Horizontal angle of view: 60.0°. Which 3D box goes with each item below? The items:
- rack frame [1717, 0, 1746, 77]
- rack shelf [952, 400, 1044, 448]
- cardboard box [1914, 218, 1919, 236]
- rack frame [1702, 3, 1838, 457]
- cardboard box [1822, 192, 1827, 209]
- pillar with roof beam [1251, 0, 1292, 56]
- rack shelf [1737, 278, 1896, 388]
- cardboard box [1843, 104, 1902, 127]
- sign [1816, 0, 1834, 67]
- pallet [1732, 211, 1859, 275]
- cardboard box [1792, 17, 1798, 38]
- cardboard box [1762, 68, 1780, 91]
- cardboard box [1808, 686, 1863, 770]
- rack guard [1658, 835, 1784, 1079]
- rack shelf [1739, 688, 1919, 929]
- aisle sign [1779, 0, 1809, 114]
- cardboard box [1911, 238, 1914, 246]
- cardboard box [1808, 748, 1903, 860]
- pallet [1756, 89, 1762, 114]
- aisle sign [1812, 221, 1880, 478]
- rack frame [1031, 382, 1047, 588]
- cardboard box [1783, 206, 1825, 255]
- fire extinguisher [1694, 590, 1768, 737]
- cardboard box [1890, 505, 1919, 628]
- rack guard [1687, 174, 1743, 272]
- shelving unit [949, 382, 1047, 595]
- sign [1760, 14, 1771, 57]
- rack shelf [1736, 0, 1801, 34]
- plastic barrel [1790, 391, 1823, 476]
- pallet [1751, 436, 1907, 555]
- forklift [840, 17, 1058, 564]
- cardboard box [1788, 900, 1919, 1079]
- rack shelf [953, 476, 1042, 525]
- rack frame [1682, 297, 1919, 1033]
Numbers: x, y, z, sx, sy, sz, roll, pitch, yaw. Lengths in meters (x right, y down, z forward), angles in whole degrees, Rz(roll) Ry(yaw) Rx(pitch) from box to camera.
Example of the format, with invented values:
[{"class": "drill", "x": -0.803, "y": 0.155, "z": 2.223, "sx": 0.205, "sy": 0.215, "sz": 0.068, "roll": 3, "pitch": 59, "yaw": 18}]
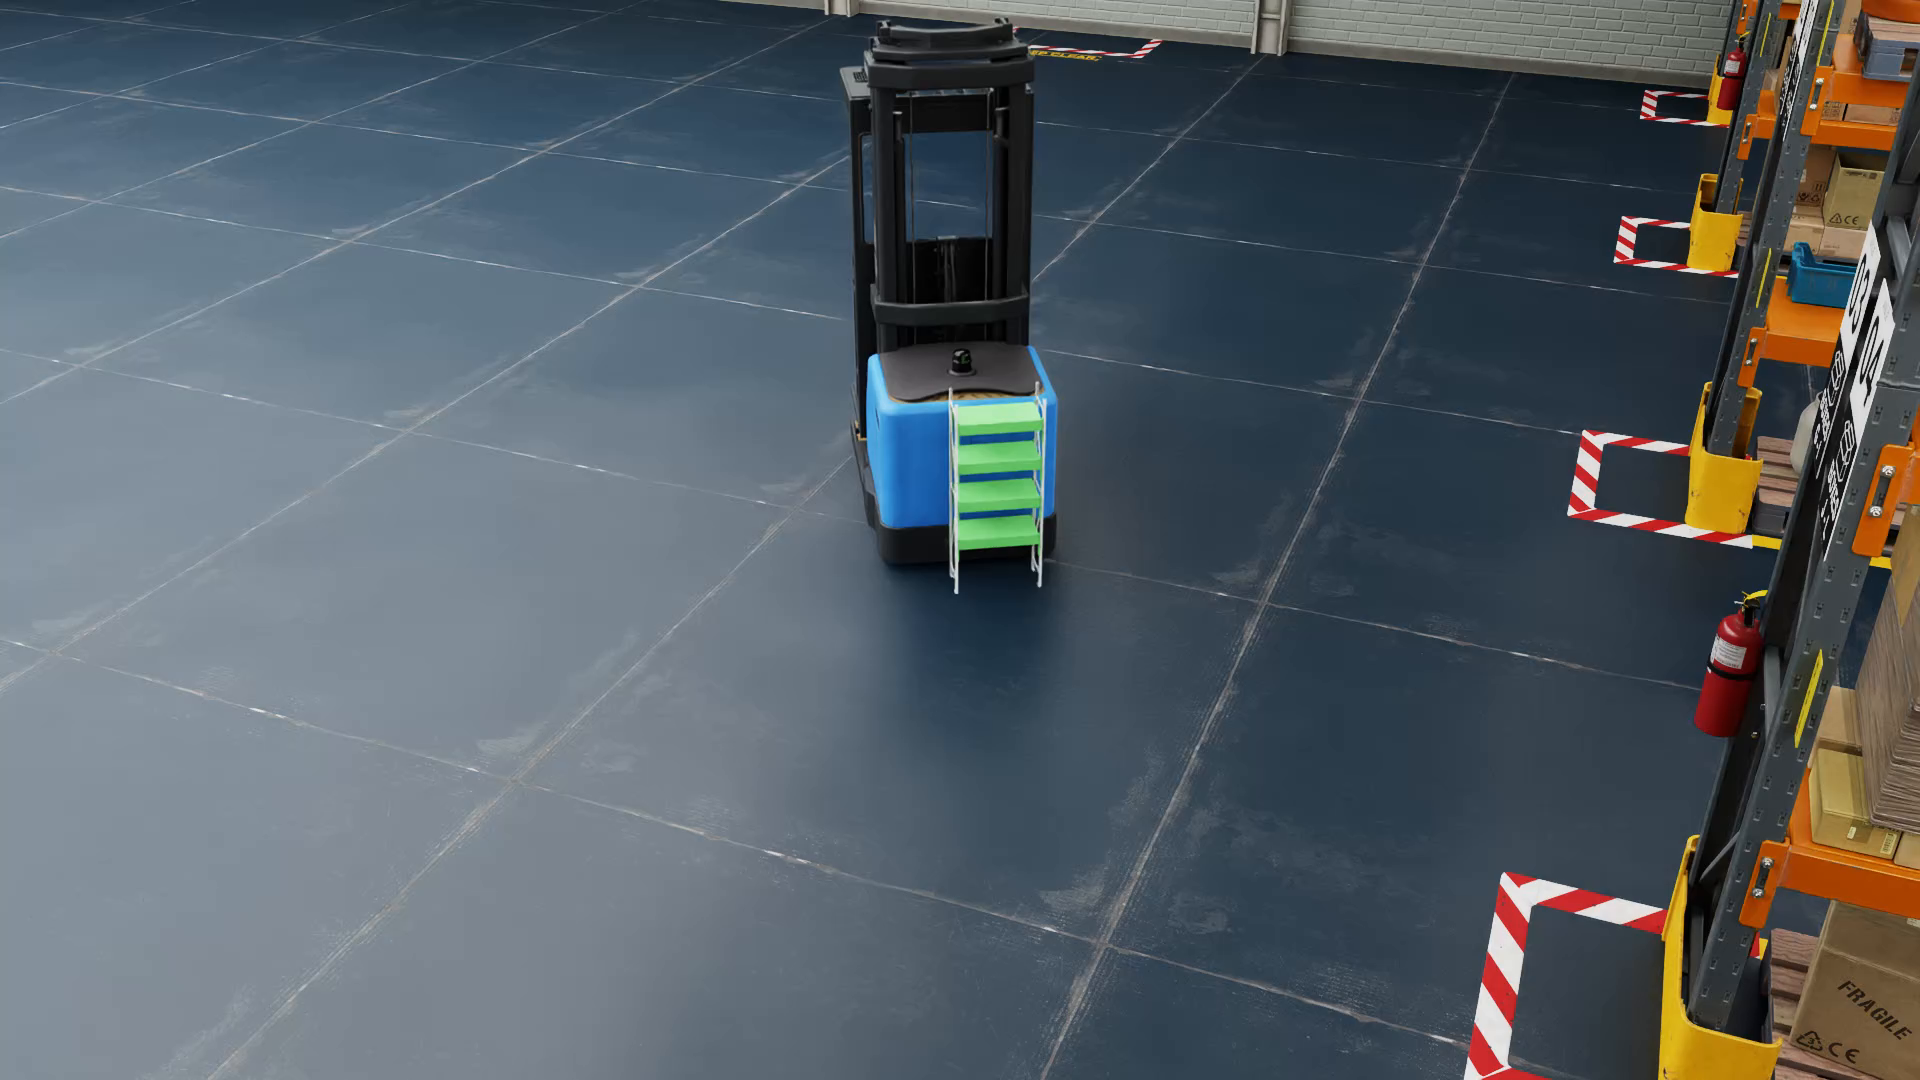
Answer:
[{"class": "rack frame", "x": 8.511, "y": -6.137, "z": 17.970, "sx": 0.127, "sy": 3.000, "sz": 1.000, "roll": 11, "pitch": 31, "yaw": 19}, {"class": "rack shelf", "x": 0.206, "y": -0.645, "z": 9.237, "sx": 0.480, "sy": 0.148, "sz": 0.258, "roll": -4, "pitch": 30, "yaw": -7}, {"class": "cardboard box", "x": 7.998, "y": -2.811, "z": 13.691, "sx": 0.500, "sy": 0.500, "sz": 0.500, "roll": 11, "pitch": 31, "yaw": 19}, {"class": "rack frame", "x": 4.787, "y": -1.620, "z": 9.978, "sx": 0.127, "sy": 3.000, "sz": 1.000, "roll": 11, "pitch": 31, "yaw": 19}, {"class": "cardboard box", "x": 7.728, "y": -2.812, "z": 14.455, "sx": 0.500, "sy": 0.250, "sz": 0.500, "roll": 11, "pitch": 31, "yaw": 19}, {"class": "pillar with roof beam", "x": 2.307, "y": -8.161, "z": 15.454, "sx": 0.400, "sy": 9.000, "sz": 9.100, "roll": 11, "pitch": 31, "yaw": 19}, {"class": "rack shelf", "x": 6.640, "y": -0.936, "z": 9.501, "sx": 4.000, "sy": 0.370, "sz": 1.077, "roll": 11, "pitch": 31, "yaw": 19}, {"class": "cardboard box", "x": 7.569, "y": -3.734, "z": 13.617, "sx": 0.500, "sy": 0.500, "sz": 0.700, "roll": 12, "pitch": 32, "yaw": 20}, {"class": "sign", "x": 4.576, "y": -2.679, "z": 8.796, "sx": 0.005, "sy": 0.325, "sz": 0.100, "roll": 11, "pitch": 31, "yaw": 19}, {"class": "pallet", "x": 7.377, "y": -2.541, "z": 14.443, "sx": 1.213, "sy": 0.211, "sz": 1.003, "roll": 11, "pitch": 31, "yaw": 19}, {"class": "cardboard box", "x": 7.078, "y": -4.220, "z": 13.817, "sx": 0.250, "sy": 0.149, "sz": 0.380, "roll": 11, "pitch": 31, "yaw": 18}, {"class": "cardboard box", "x": 9.119, "y": -4.989, "z": 18.225, "sx": 0.500, "sy": 0.311, "sz": 0.500, "roll": 8, "pitch": 30, "yaw": 13}, {"class": "cardboard box", "x": 3.266, "y": 0.707, "z": 6.118, "sx": 0.250, "sy": 0.149, "sz": 0.380, "roll": 11, "pitch": 31, "yaw": 19}, {"class": "rack guard", "x": 2.995, "y": 1.741, "z": 6.573, "sx": 0.348, "sy": 0.500, "sz": 1.175, "roll": 11, "pitch": 31, "yaw": 19}, {"class": "rack shelf", "x": 4.778, "y": 1.322, "z": 5.505, "sx": 4.000, "sy": 0.370, "sz": 1.077, "roll": 11, "pitch": 31, "yaw": 19}, {"class": "aisle sign", "x": 4.832, "y": -2.900, "z": 9.602, "sx": 0.004, "sy": 0.787, "sz": 0.394, "roll": 11, "pitch": 31, "yaw": 19}, {"class": "cardboard box", "x": 7.994, "y": -2.479, "z": 13.867, "sx": 0.500, "sy": 0.250, "sz": 0.500, "roll": 11, "pitch": 31, "yaw": 19}, {"class": "cardboard box", "x": 3.099, "y": 0.910, "z": 5.759, "sx": 0.250, "sy": 0.149, "sz": 0.380, "roll": 11, "pitch": 31, "yaw": 19}, {"class": "pallet", "x": 9.321, "y": -4.742, "z": 18.337, "sx": 1.213, "sy": 0.211, "sz": 1.003, "roll": 11, "pitch": 31, "yaw": 19}, {"class": "aisle sign", "x": 2.980, "y": -0.641, "z": 5.605, "sx": 0.004, "sy": 0.787, "sz": 0.394, "roll": 11, "pitch": 31, "yaw": 19}, {"class": "rack frame", "x": 0.448, "y": -0.300, "z": 9.473, "sx": 0.015, "sy": 1.200, "sz": 0.240, "roll": -4, "pitch": 30, "yaw": -7}, {"class": "cardboard box", "x": 7.066, "y": -2.663, "z": 14.191, "sx": 0.500, "sy": 0.250, "sz": 0.500, "roll": 11, "pitch": 31, "yaw": 19}, {"class": "fire extinguisher", "x": 2.992, "y": 0.441, "z": 6.411, "sx": 0.183, "sy": 0.674, "sz": 0.296, "roll": 11, "pitch": 31, "yaw": 19}, {"class": "cardboard box", "x": 3.527, "y": 0.020, "z": 5.658, "sx": 0.500, "sy": 0.500, "sz": 0.500, "roll": 11, "pitch": 31, "yaw": 19}, {"class": "rack guard", "x": 6.630, "y": -2.794, "z": 14.596, "sx": 0.348, "sy": 0.500, "sz": 1.175, "roll": 11, "pitch": 31, "yaw": 19}, {"class": "shelving unit", "x": 0.206, "y": -0.282, "z": 9.441, "sx": 0.503, "sy": 1.200, "sz": 0.258, "roll": -4, "pitch": 30, "yaw": -7}, {"class": "sign", "x": 6.438, "y": -4.037, "z": 13.295, "sx": 0.005, "sy": 0.325, "sz": 0.100, "roll": 11, "pitch": 31, "yaw": 19}, {"class": "rack shelf", "x": 10.365, "y": -5.454, "z": 17.493, "sx": 4.000, "sy": 0.370, "sz": 1.077, "roll": 11, "pitch": 31, "yaw": 19}, {"class": "plastic barrel", "x": 5.425, "y": -0.632, "z": 10.333, "sx": 0.421, "sy": 0.512, "sz": 0.421, "roll": 0, "pitch": 29, "yaw": 0}, {"class": "pallet", "x": 5.625, "y": -0.260, "z": 10.407, "sx": 1.213, "sy": 0.211, "sz": 1.003, "roll": 11, "pitch": 31, "yaw": 19}, {"class": "forklift", "x": -0.144, "y": -1.836, "z": 10.431, "sx": 1.130, "sy": 2.935, "sz": 3.031, "roll": -4, "pitch": 30, "yaw": -7}, {"class": "cardboard box", "x": 3.497, "y": 1.667, "z": 6.277, "sx": 0.500, "sy": 0.500, "sz": 0.500, "roll": 18, "pitch": 34, "yaw": 28}, {"class": "rack shelf", "x": 0.206, "y": -0.227, "z": 9.473, "sx": 0.480, "sy": 0.148, "sz": 0.258, "roll": -4, "pitch": 30, "yaw": -7}, {"class": "rack frame", "x": 2.924, "y": 0.639, "z": 5.983, "sx": 0.127, "sy": 3.000, "sz": 1.000, "roll": 11, "pitch": 31, "yaw": 19}]
